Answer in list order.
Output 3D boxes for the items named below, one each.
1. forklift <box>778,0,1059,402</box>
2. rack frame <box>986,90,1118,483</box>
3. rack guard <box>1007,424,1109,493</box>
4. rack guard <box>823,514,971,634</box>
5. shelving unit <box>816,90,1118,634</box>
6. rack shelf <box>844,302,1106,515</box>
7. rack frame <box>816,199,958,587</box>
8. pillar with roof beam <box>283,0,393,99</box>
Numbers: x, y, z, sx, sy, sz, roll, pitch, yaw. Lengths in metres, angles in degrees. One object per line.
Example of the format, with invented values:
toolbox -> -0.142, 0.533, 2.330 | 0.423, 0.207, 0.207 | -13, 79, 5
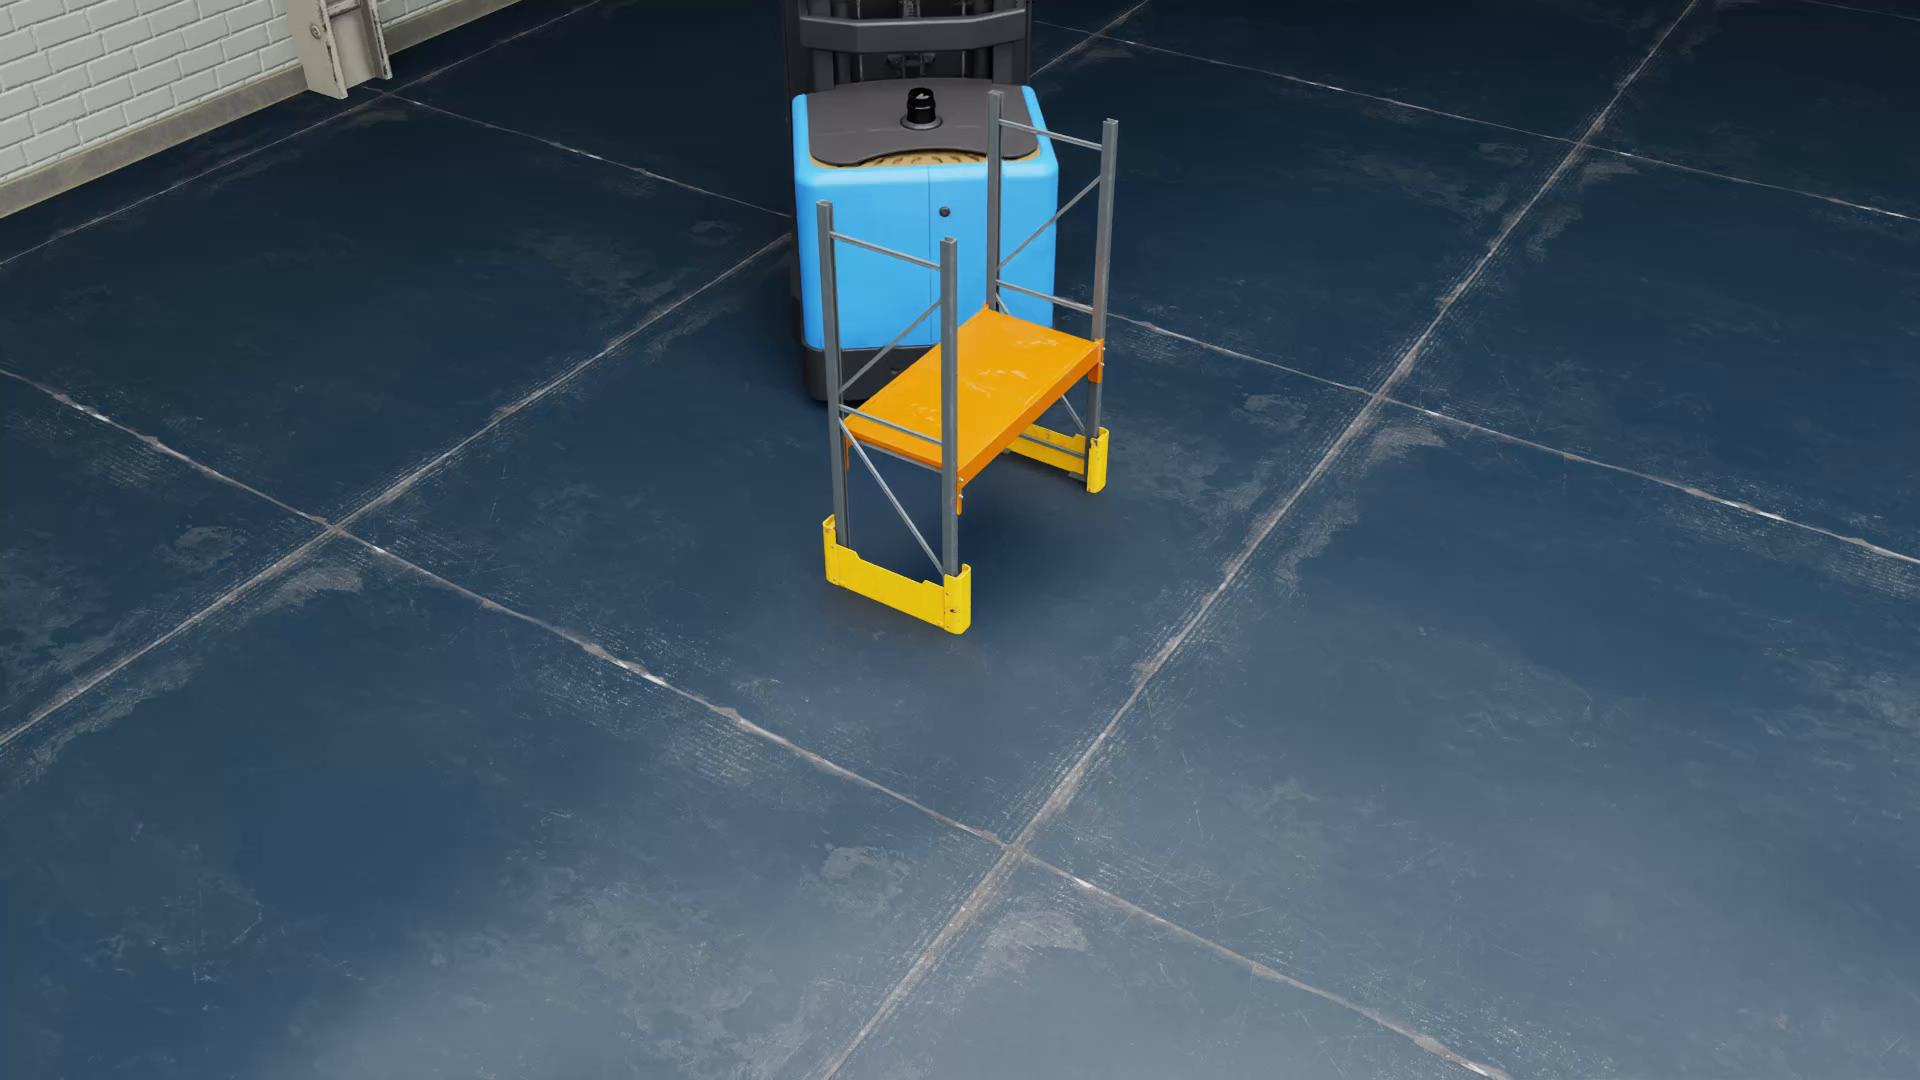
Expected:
forklift -> -0.258, -2.616, 7.243 | 1.130, 2.935, 3.031 | -3, 38, -4
rack frame -> 0.318, -0.900, 6.189 | 0.500, 1.500, 0.032 | 21, 42, 25
rack guard -> 0.308, -0.395, 6.558 | 0.587, 0.250, 0.087 | 21, 42, 25
rack guard -> -0.226, 0.118, 5.892 | 0.587, 0.250, 0.087 | 21, 42, 25
shelving unit -> 0.041, -0.633, 5.843 | 0.587, 1.500, 1.083 | 21, 42, 25
rack shelf -> 0.046, -0.496, 5.959 | 0.538, 0.185, 1.000 | 21, 42, 25
rack frame -> -0.227, -0.376, 5.509 | 0.500, 1.500, 0.032 | 21, 42, 25
pillar with roof beam -> 0.065, -4.832, 5.147 | 9.100, 9.000, 0.400 | 21, 42, 25
